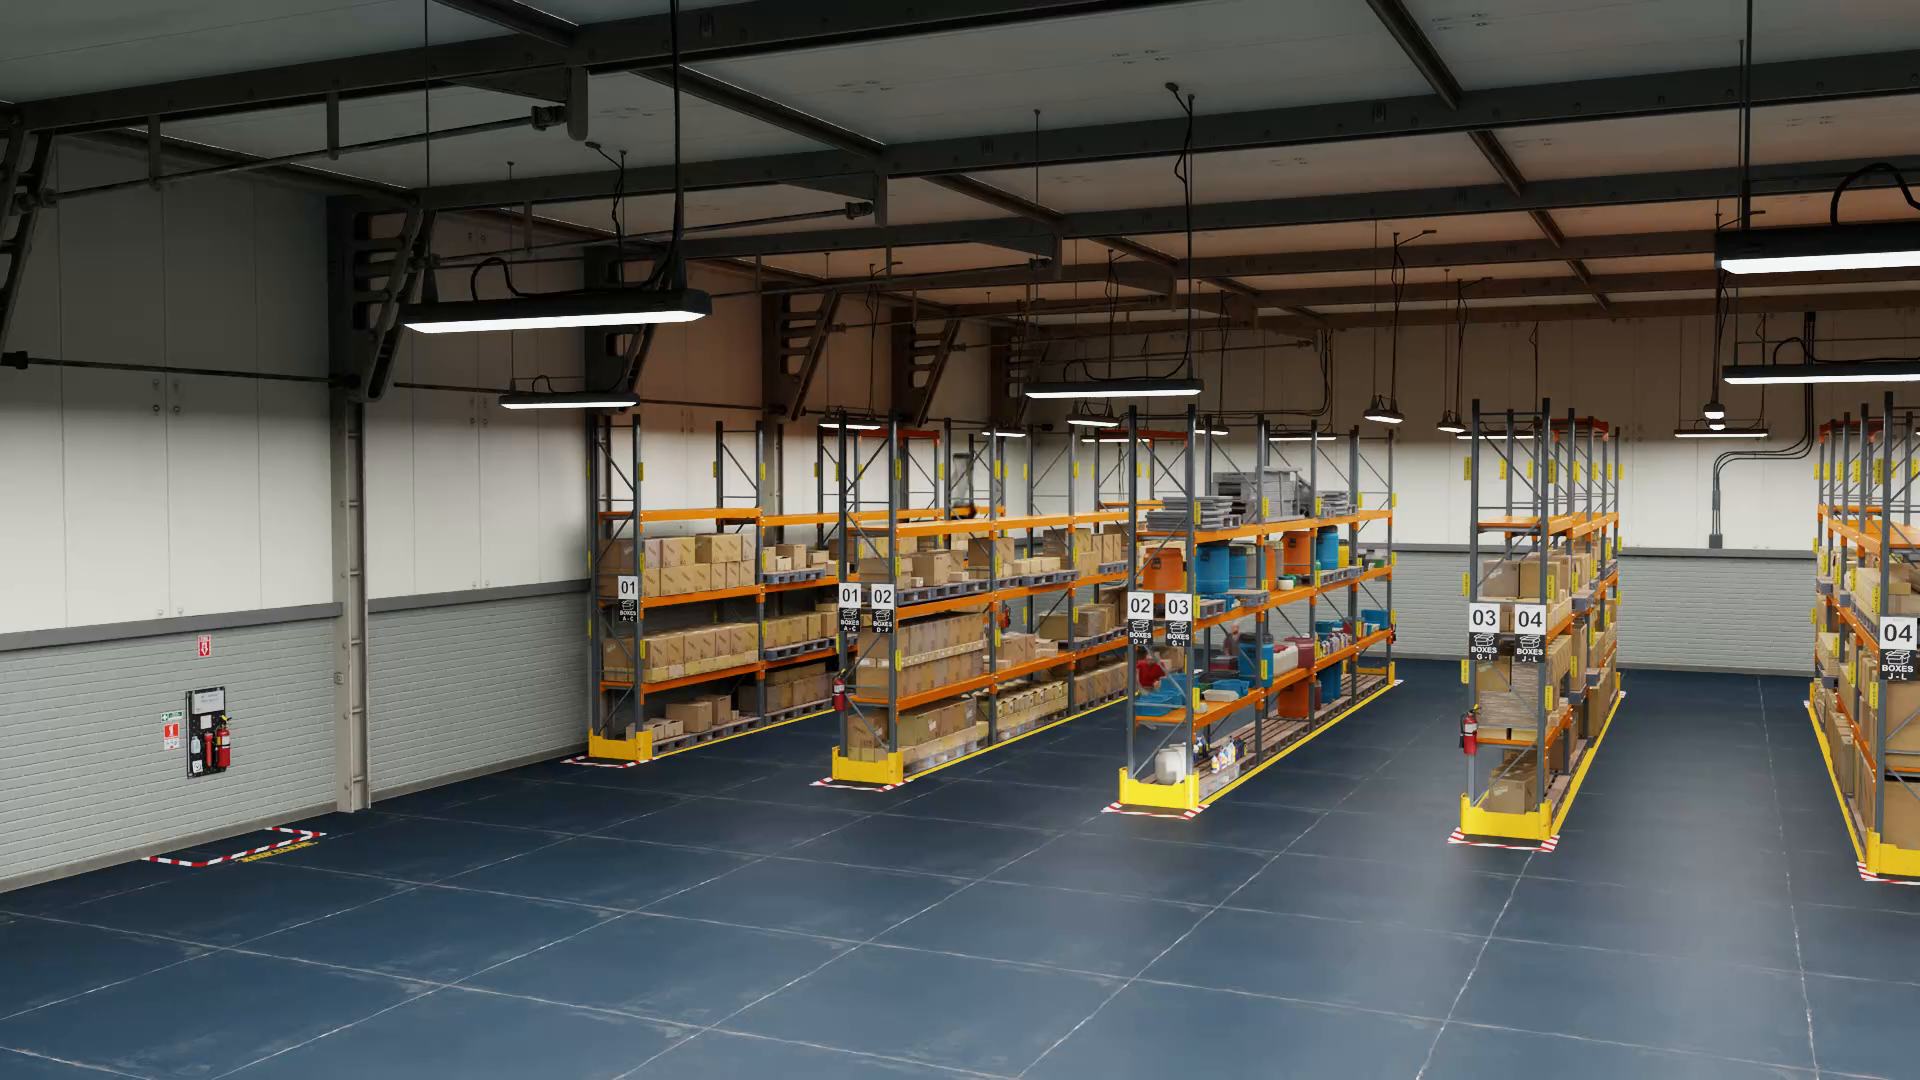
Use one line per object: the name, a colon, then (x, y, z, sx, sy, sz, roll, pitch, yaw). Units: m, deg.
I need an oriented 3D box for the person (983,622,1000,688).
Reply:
person: (0.643, 2.632, 36.296, 0.643, 1.697, 0.874, 1, 3, 24)

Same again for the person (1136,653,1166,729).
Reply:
person: (3.610, 2.909, 32.080, 0.695, 1.551, 0.888, 0, 2, 3)

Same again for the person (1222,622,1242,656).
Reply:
person: (6.040, 2.657, 36.130, 0.711, 1.763, 0.717, 1, 3, 31)

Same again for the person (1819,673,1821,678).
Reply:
person: (19.213, 2.654, 36.859, 0.543, 1.666, 0.599, 0, 2, -7)
